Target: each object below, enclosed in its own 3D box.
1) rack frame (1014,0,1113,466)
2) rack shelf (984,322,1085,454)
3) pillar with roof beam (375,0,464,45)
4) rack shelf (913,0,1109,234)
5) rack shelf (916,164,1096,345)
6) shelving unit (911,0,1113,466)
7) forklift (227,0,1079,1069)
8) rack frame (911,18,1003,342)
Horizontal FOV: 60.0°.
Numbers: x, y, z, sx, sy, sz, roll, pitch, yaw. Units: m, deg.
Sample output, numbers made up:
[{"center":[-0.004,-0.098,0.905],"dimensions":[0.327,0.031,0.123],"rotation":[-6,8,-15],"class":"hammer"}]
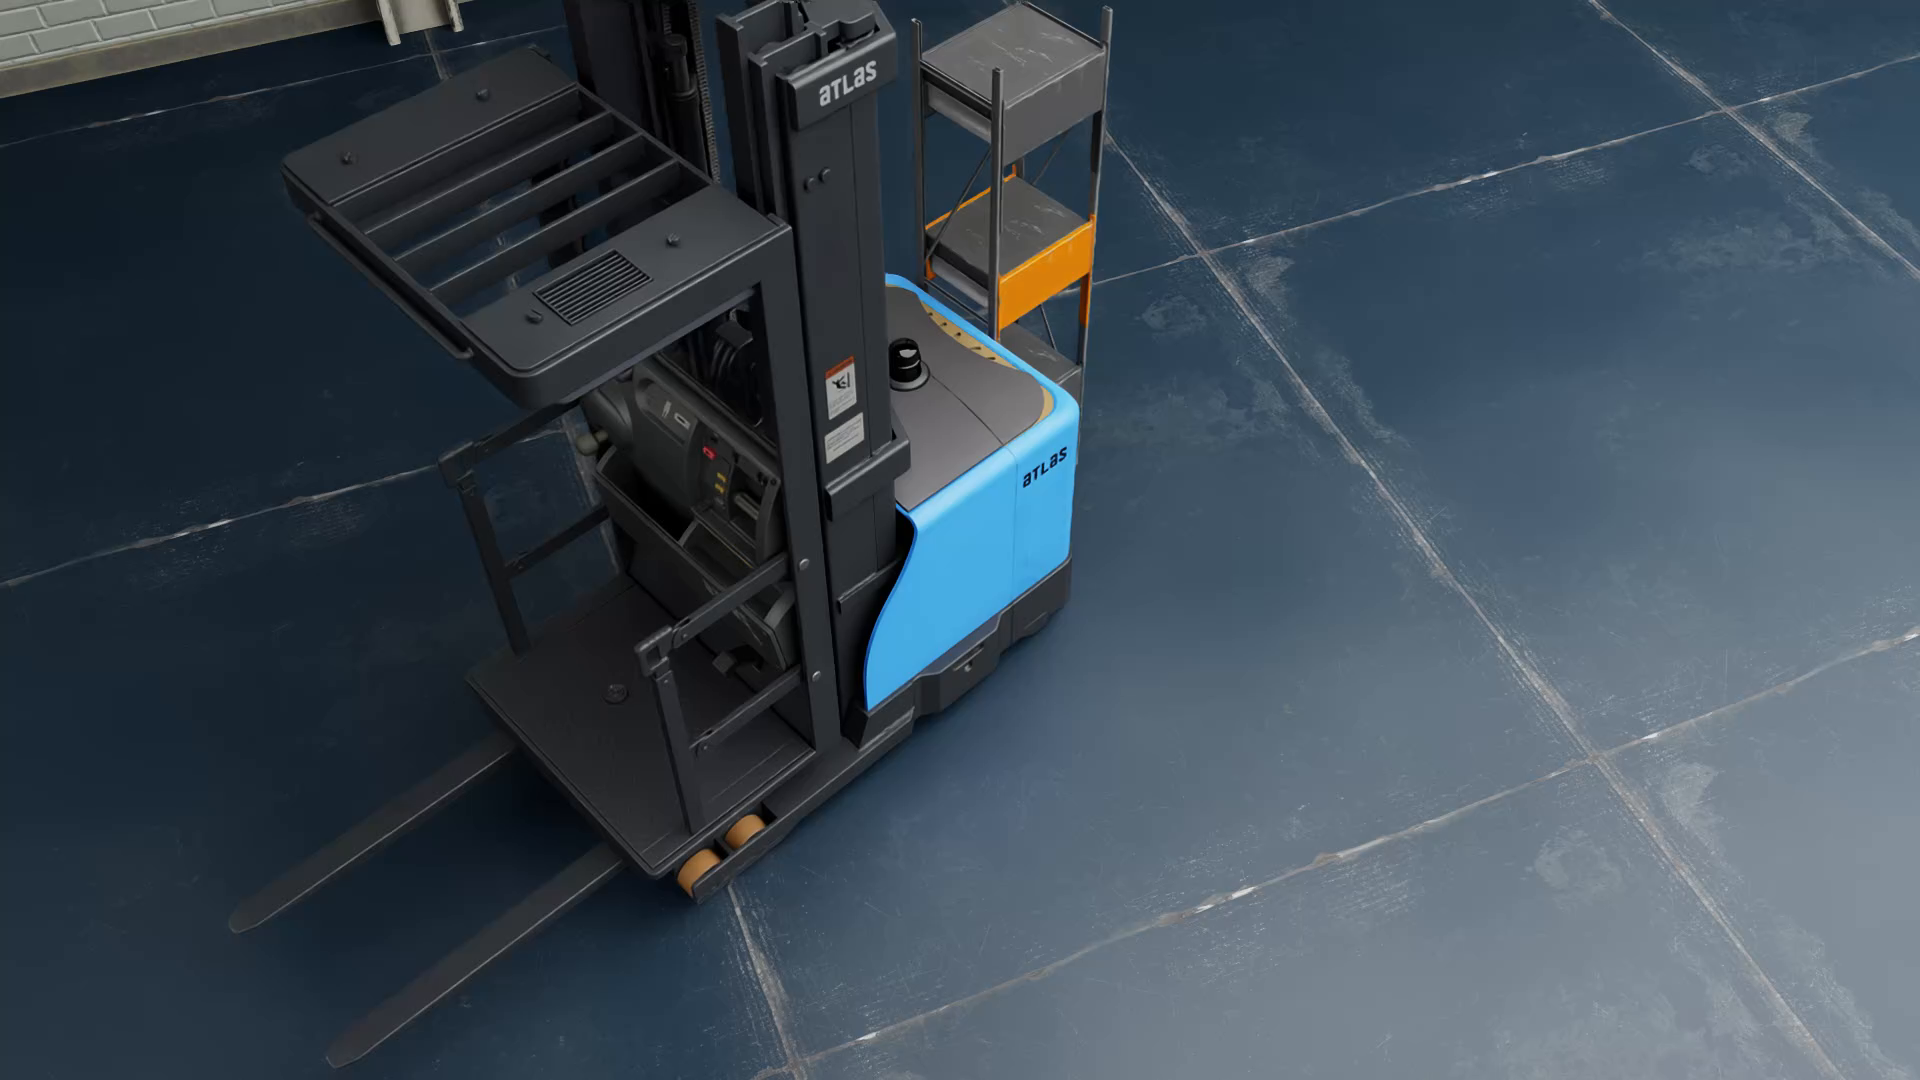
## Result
[{"center":[0.341,-1.101,6.153],"dimensions":[0.015,2.100,0.400],"rotation":[-36,58,-27],"class":"rack frame"},{"center":[0.165,-0.509,6.584],"dimensions":[0.480,0.518,0.431],"rotation":[-36,58,-27],"class":"rack shelf"},{"center":[-1.281,-2.704,2.981],"dimensions":[0.400,9.000,9.100],"rotation":[-17,52,-14],"class":"pillar with roof beam"},{"center":[0.165,-1.421,5.522],"dimensions":[0.480,0.518,0.431],"rotation":[-36,58,-27],"class":"rack shelf"},{"center":[0.165,-0.965,6.053],"dimensions":[0.480,0.518,0.431],"rotation":[-36,58,-27],"class":"rack shelf"},{"center":[0.165,-0.973,6.043],"dimensions":[0.503,2.100,0.431],"rotation":[-36,58,-27],"class":"shelving unit"},{"center":[-0.995,-0.211,4.840],"dimensions":[3.031,2.935,1.130],"rotation":[-36,58,-27],"class":"forklift"},{"center":[-0.011,-0.846,5.933],"dimensions":[0.015,2.100,0.400],"rotation":[-36,58,-27],"class":"rack frame"}]
